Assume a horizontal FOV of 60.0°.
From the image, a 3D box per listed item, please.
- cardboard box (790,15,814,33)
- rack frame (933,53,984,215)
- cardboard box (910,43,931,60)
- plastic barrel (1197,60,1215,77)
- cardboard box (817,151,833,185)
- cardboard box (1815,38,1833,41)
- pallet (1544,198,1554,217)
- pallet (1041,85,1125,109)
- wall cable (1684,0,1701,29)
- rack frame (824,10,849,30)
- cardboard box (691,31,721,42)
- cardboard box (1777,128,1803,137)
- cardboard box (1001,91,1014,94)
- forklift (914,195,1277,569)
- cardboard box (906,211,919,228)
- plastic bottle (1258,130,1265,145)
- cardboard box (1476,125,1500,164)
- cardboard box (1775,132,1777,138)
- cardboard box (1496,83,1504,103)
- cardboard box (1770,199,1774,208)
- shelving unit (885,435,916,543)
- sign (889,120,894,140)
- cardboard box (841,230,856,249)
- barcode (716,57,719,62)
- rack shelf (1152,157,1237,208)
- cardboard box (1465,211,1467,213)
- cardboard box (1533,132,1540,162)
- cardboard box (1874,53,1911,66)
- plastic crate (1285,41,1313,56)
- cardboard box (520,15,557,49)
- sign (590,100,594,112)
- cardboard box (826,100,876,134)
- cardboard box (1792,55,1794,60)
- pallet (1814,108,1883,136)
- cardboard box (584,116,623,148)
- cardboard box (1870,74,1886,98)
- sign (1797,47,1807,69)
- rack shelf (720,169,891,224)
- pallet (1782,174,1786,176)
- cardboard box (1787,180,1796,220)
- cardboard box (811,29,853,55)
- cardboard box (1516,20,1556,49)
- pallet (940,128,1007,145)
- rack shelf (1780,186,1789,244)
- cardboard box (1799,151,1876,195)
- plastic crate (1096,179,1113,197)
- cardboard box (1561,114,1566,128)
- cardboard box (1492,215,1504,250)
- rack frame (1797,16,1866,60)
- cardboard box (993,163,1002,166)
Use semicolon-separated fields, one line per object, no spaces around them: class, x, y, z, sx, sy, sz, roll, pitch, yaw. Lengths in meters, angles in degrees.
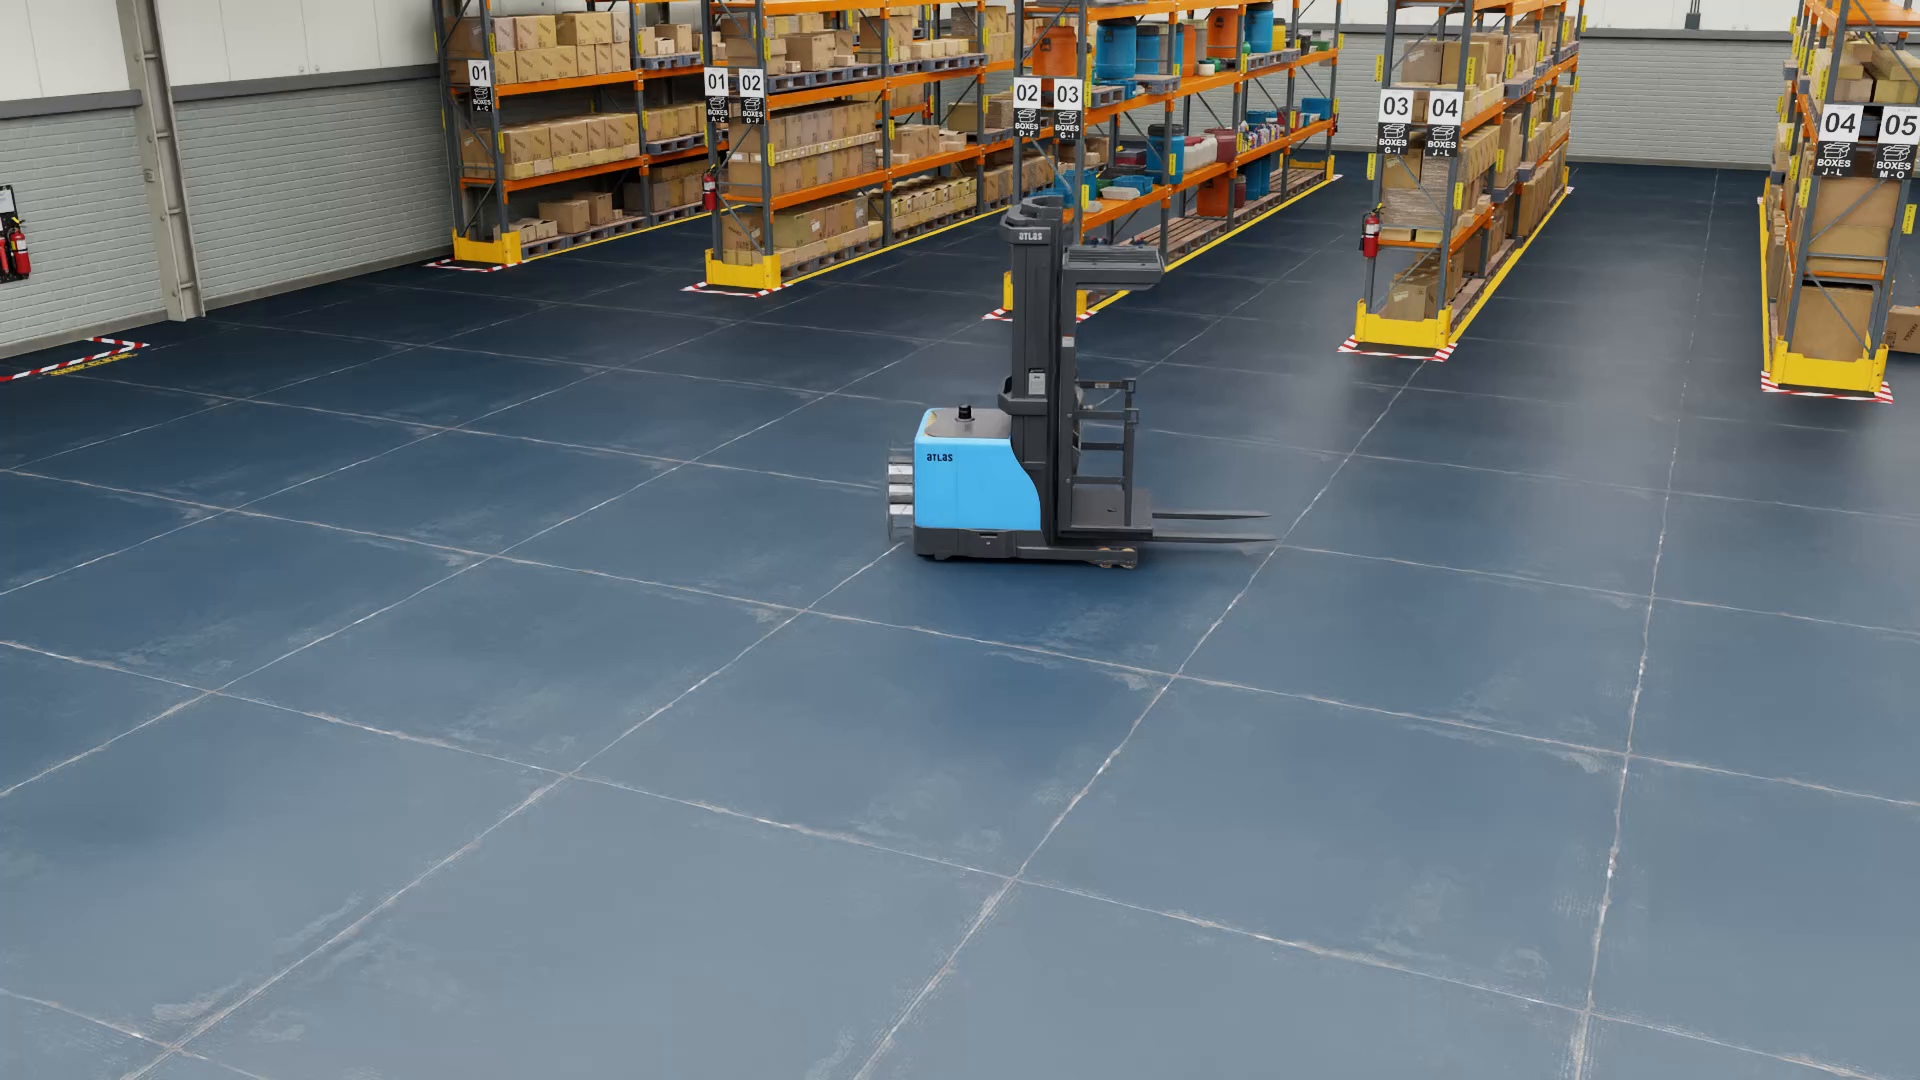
cardboard box;-3.538;-10.915;35.402;0.700;0.500;0.500;8;21;22
rack frame;-0.026;-7.779;31.866;1.000;3.000;0.127;9;21;23
cardboard box;-0.825;-8.673;29.500;0.500;0.250;0.500;7;21;18
plastic barrel;4.184;-8.026;28.289;0.301;0.262;0.301;0;20;0
cardboard box;-2.468;-5.995;26.701;0.700;0.500;0.500;9;22;24
cardboard box;13.619;-7.847;26.288;0.396;0.266;0.258;9;21;23
pallet;11.031;-6.550;32.570;1.003;0.211;1.213;9;21;23
pallet;1.644;-6.217;23.278;1.003;0.211;1.213;9;21;23
wall cable;17.746;-14.462;36.904;2.277;5.999;0.120;9;21;23
rack frame;-2.909;-12.507;36.208;1.000;3.000;0.127;9;21;23
cardboard box;-5.051;-9.739;32.722;0.500;0.500;0.500;9;21;23
cardboard box;14.126;-6.914;28.295;0.380;0.149;0.250;8;21;22
cardboard box;1.214;-9.133;34.897;0.700;0.500;0.500;2;20;4
forklift;1.155;-1.329;13.832;3.031;2.935;1.130;1;20;4
cardboard box;-1.062;-5.704;29.509;0.500;0.250;0.500;9;22;24
plastic bottle;5.757;-7.720;31.885;0.152;0.276;0.135;9;21;23
cardboard box;7.439;-5.679;23.876;0.500;0.500;0.500;9;21;23
cardboard box;14.551;-7.092;29.240;0.380;0.149;0.250;9;21;24
cardboard box;7.424;-6.364;23.633;0.500;0.250;0.500;9;22;25
cardboard box;15.070;-6.149;30.467;0.380;0.149;0.250;7;21;20
shelving unit;-0.499;-0.438;14.356;0.258;0.900;0.210;1;20;4
sign;-1.157;-6.926;28.057;0.100;0.325;0.005;9;21;23
cardboard box;-2.059;-4.981;27.474;0.500;0.250;0.500;9;21;23
barcode;-3.618;-7.179;24.835;0.001;0.075;0.075;9;21;23
rack shelf;3.673;-6.148;28.354;1.077;0.370;4.000;9;21;23
cardboard box;6.753;-4.449;22.878;0.380;0.149;0.250;9;21;23
cardboard box;9.873;-6.892;29.223;0.500;0.500;0.500;8;21;22
cardboard box;11.687;-6.014;20.836;0.380;0.149;0.250;9;21;24
plastic crate;6.888;-10.015;33.872;0.497;0.269;0.590;9;21;23
cardboard box;-6.992;-8.342;27.302;0.500;0.500;0.500;9;22;24
sign;-6.692;-7.856;30.353;0.100;0.325;0.005;9;21;23
cardboard box;-1.840;-7.078;27.810;0.700;0.500;0.500;9;21;23
cardboard box;15.713;-8.917;30.814;0.500;0.250;0.500;8;21;22
pallet;10.512;-4.862;19.318;1.003;0.211;1.213;9;21;23
cardboard box;-6.295;-7.187;29.275;0.500;0.500;0.500;8;21;22
cardboard box;10.856;-5.257;19.302;0.500;0.250;0.500;8;21;22
sign;13.000;-7.439;25.662;0.100;0.325;0.005;9;21;23
rack shelf;-2.483;-5.606;26.830;1.077;0.370;4.000;9;21;23
pallet;14.267;-6.228;27.790;1.003;0.211;1.213;9;21;23
cardboard box;11.826;-4.728;23.137;0.500;0.500;0.500;8;21;22
cardboard box;-2.111;-8.163;27.484;0.500;0.500;0.500;10;22;27
cardboard box;10.914;-9.594;31.569;0.700;0.500;0.500;7;21;20
pallet;0.188;-7.906;32.508;1.213;0.211;1.003;9;21;23
rack shelf;12.675;-4.757;24.442;1.077;0.370;4.000;9;21;23
cardboard box;11.208;-4.626;21.164;0.875;0.550;0.550;9;21;23
plastic crate;2.040;-5.400;25.491;0.450;0.188;0.662;9;21;23
cardboard box;11.913;-8.439;33.501;0.500;0.250;0.500;8;21;21
cardboard box;8.539;-5.070;27.321;0.700;0.500;0.500;7;21;18
rack frame;15.132;-9.757;28.474;1.000;3.000;0.127;9;21;23
cardboard box;0.564;-7.446;34.004;0.500;0.500;0.500;8;21;21
